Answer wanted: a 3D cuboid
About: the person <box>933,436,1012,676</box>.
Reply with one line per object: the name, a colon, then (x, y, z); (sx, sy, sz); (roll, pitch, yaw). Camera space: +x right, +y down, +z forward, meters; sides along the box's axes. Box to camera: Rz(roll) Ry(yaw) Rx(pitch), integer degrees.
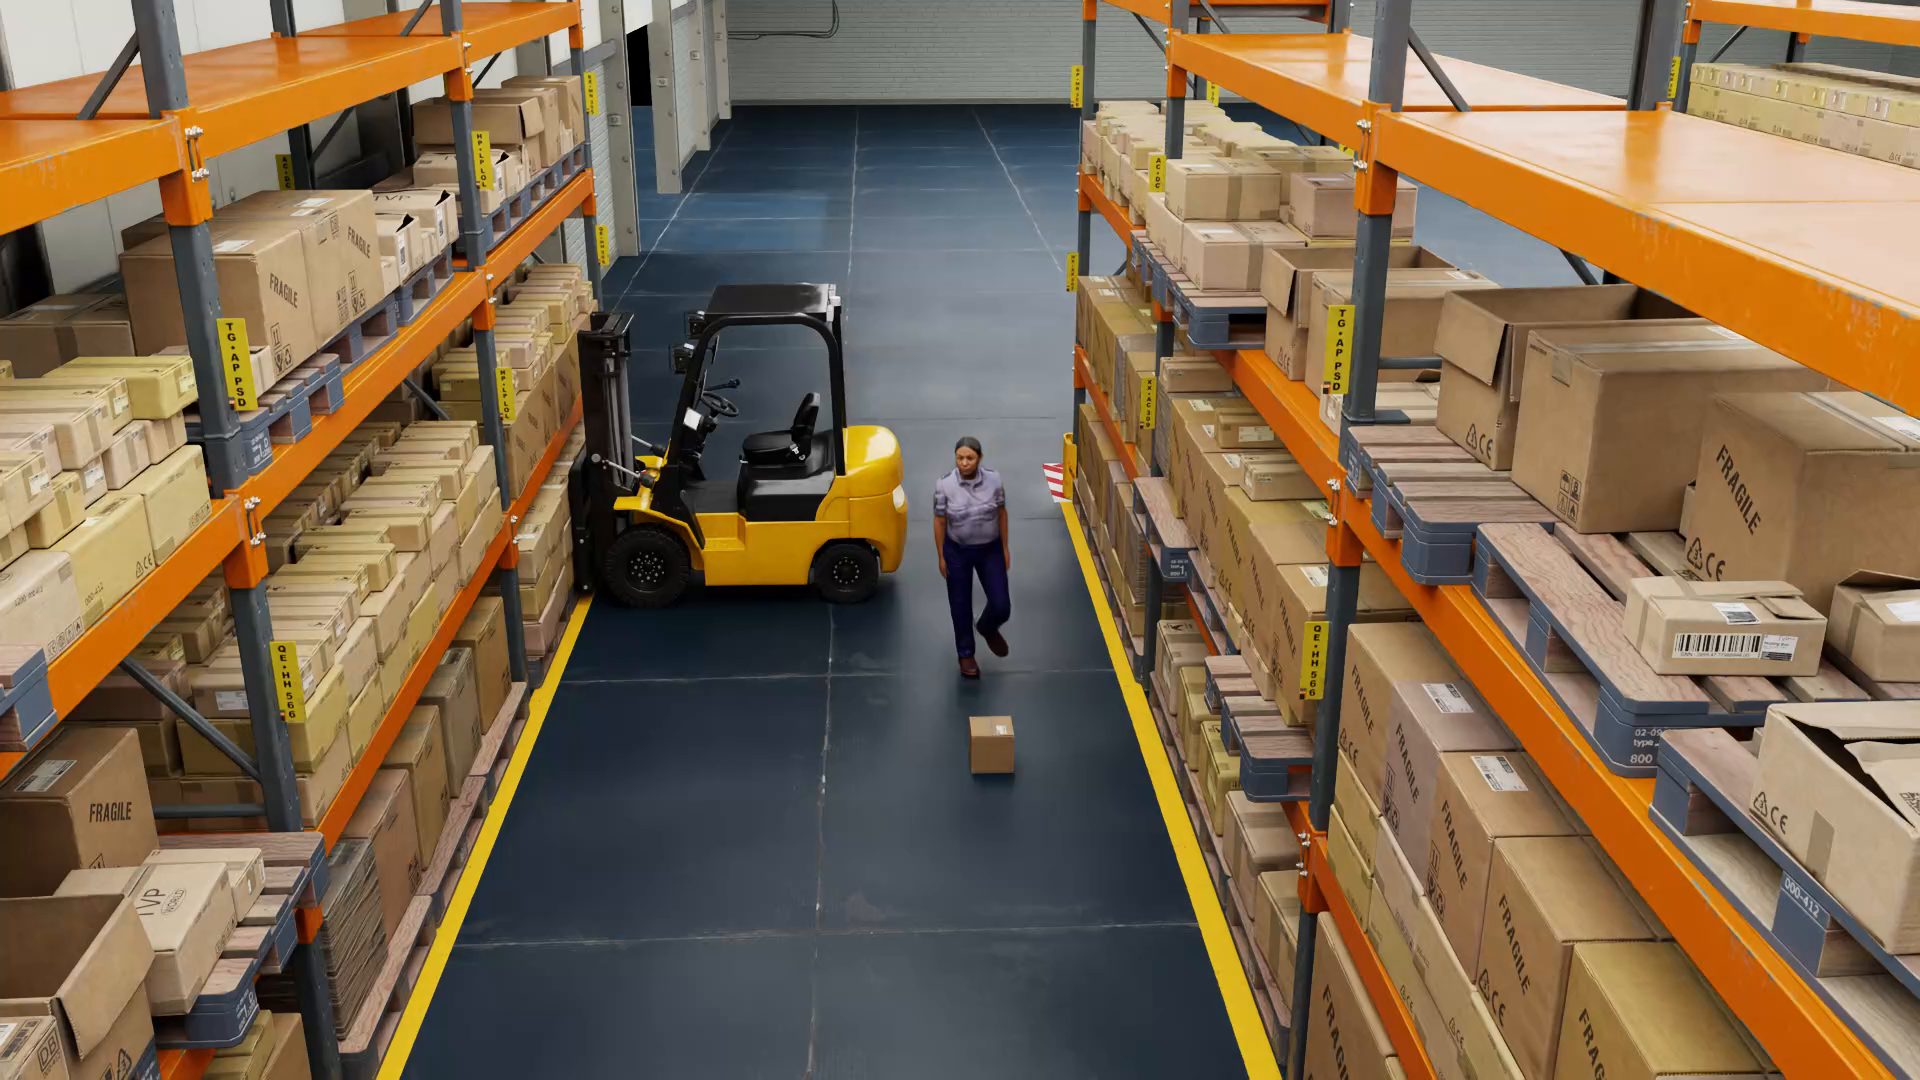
person: (0.084, 0.088, 10.810); (0.523, 1.643, 0.466); (-3, 21, -7)
